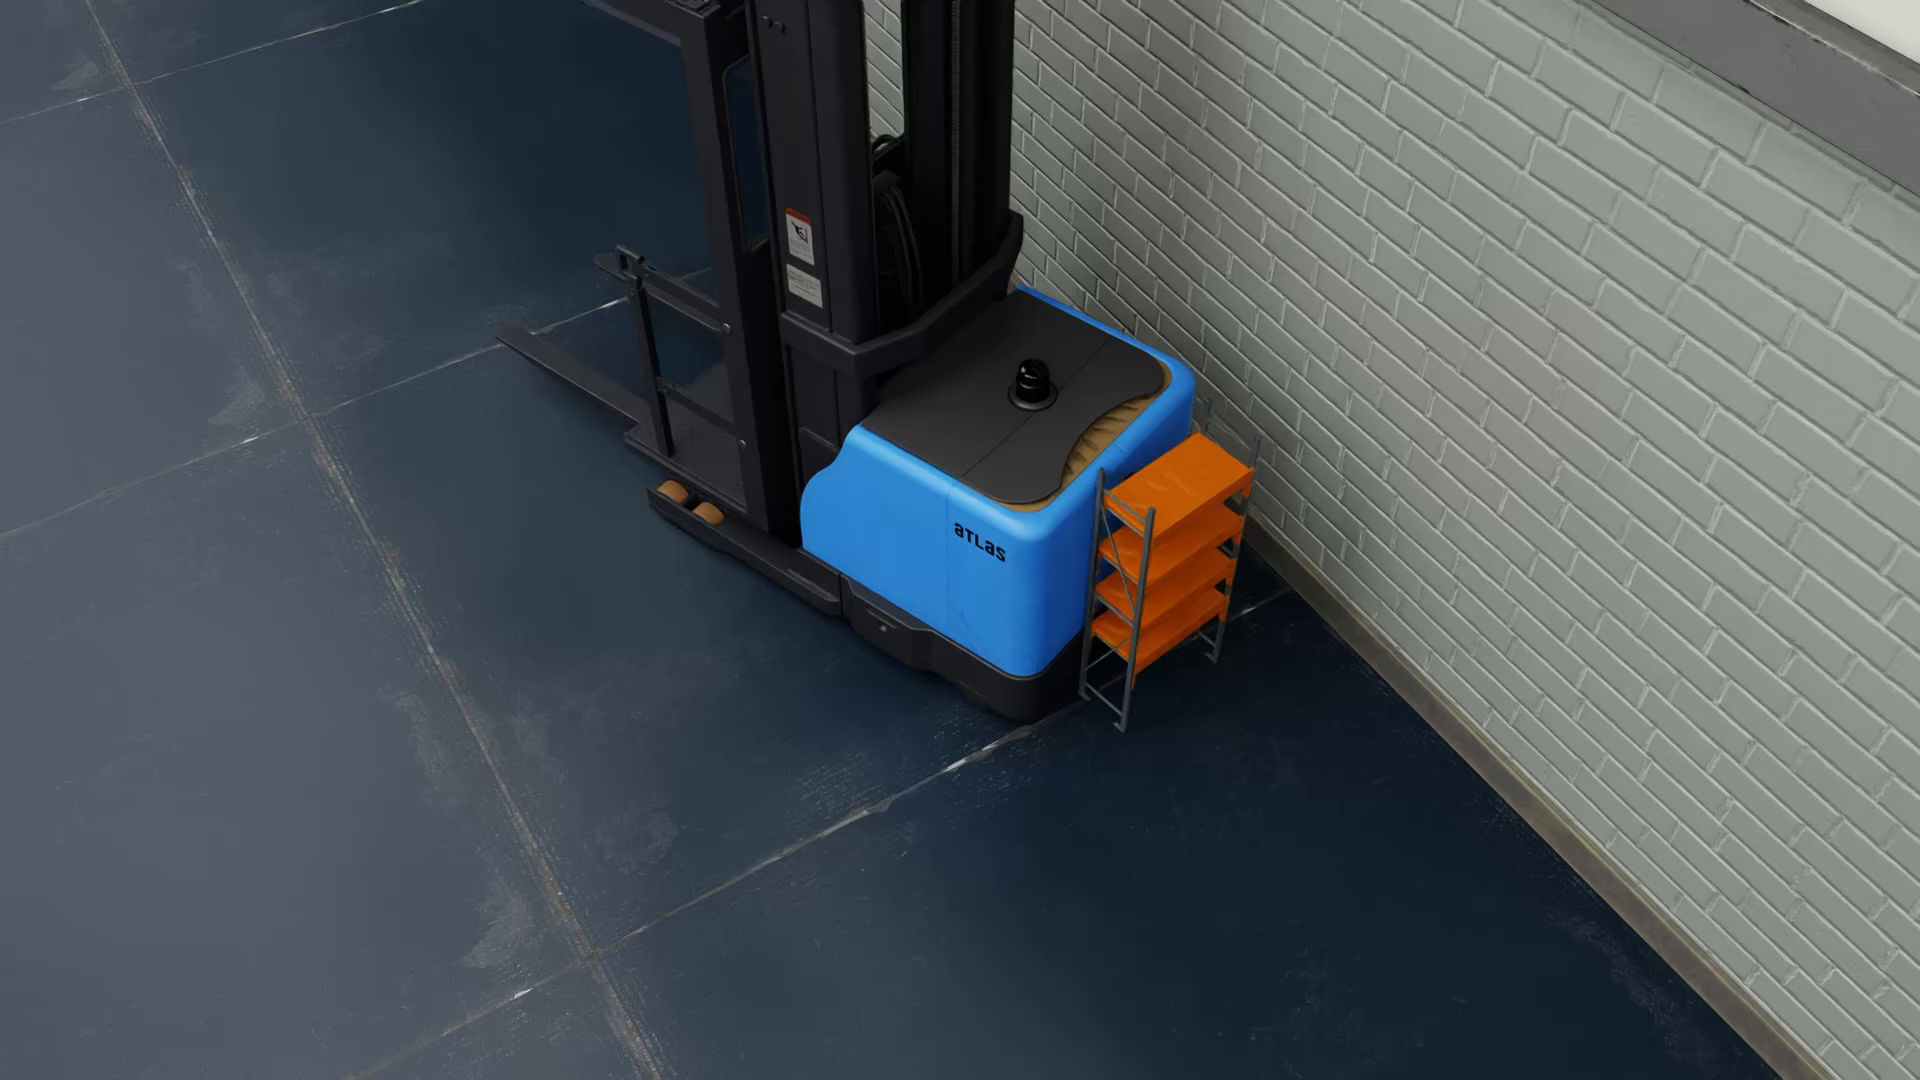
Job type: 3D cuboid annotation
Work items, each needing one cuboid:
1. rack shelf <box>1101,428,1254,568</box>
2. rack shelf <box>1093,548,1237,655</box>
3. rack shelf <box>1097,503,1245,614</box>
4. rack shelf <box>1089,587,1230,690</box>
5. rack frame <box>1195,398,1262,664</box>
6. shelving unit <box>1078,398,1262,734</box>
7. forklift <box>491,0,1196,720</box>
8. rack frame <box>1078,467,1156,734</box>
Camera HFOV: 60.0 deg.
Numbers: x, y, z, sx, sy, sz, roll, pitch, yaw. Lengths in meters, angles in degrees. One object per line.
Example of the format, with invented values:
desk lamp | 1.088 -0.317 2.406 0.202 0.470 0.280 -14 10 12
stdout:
rack shelf | 0.709 -0.144 5.493 0.480 0.148 0.258 -33 56 -26
rack shelf | 0.709 0.162 5.837 0.480 0.148 0.258 -33 56 -26
rack shelf | 0.709 0.013 5.670 0.480 0.148 0.258 -33 56 -26
rack shelf | 0.708 0.294 5.986 0.480 0.148 0.258 -33 56 -26
rack frame | 0.893 -0.002 5.893 0.015 1.200 0.240 -33 56 -26
shelving unit | 0.709 0.117 5.787 0.503 1.200 0.258 -33 56 -26
forklift | -0.635 -1.245 5.842 3.031 2.935 1.130 30 55 24
rack frame | 0.525 0.237 5.680 0.015 1.200 0.240 -33 56 -26
